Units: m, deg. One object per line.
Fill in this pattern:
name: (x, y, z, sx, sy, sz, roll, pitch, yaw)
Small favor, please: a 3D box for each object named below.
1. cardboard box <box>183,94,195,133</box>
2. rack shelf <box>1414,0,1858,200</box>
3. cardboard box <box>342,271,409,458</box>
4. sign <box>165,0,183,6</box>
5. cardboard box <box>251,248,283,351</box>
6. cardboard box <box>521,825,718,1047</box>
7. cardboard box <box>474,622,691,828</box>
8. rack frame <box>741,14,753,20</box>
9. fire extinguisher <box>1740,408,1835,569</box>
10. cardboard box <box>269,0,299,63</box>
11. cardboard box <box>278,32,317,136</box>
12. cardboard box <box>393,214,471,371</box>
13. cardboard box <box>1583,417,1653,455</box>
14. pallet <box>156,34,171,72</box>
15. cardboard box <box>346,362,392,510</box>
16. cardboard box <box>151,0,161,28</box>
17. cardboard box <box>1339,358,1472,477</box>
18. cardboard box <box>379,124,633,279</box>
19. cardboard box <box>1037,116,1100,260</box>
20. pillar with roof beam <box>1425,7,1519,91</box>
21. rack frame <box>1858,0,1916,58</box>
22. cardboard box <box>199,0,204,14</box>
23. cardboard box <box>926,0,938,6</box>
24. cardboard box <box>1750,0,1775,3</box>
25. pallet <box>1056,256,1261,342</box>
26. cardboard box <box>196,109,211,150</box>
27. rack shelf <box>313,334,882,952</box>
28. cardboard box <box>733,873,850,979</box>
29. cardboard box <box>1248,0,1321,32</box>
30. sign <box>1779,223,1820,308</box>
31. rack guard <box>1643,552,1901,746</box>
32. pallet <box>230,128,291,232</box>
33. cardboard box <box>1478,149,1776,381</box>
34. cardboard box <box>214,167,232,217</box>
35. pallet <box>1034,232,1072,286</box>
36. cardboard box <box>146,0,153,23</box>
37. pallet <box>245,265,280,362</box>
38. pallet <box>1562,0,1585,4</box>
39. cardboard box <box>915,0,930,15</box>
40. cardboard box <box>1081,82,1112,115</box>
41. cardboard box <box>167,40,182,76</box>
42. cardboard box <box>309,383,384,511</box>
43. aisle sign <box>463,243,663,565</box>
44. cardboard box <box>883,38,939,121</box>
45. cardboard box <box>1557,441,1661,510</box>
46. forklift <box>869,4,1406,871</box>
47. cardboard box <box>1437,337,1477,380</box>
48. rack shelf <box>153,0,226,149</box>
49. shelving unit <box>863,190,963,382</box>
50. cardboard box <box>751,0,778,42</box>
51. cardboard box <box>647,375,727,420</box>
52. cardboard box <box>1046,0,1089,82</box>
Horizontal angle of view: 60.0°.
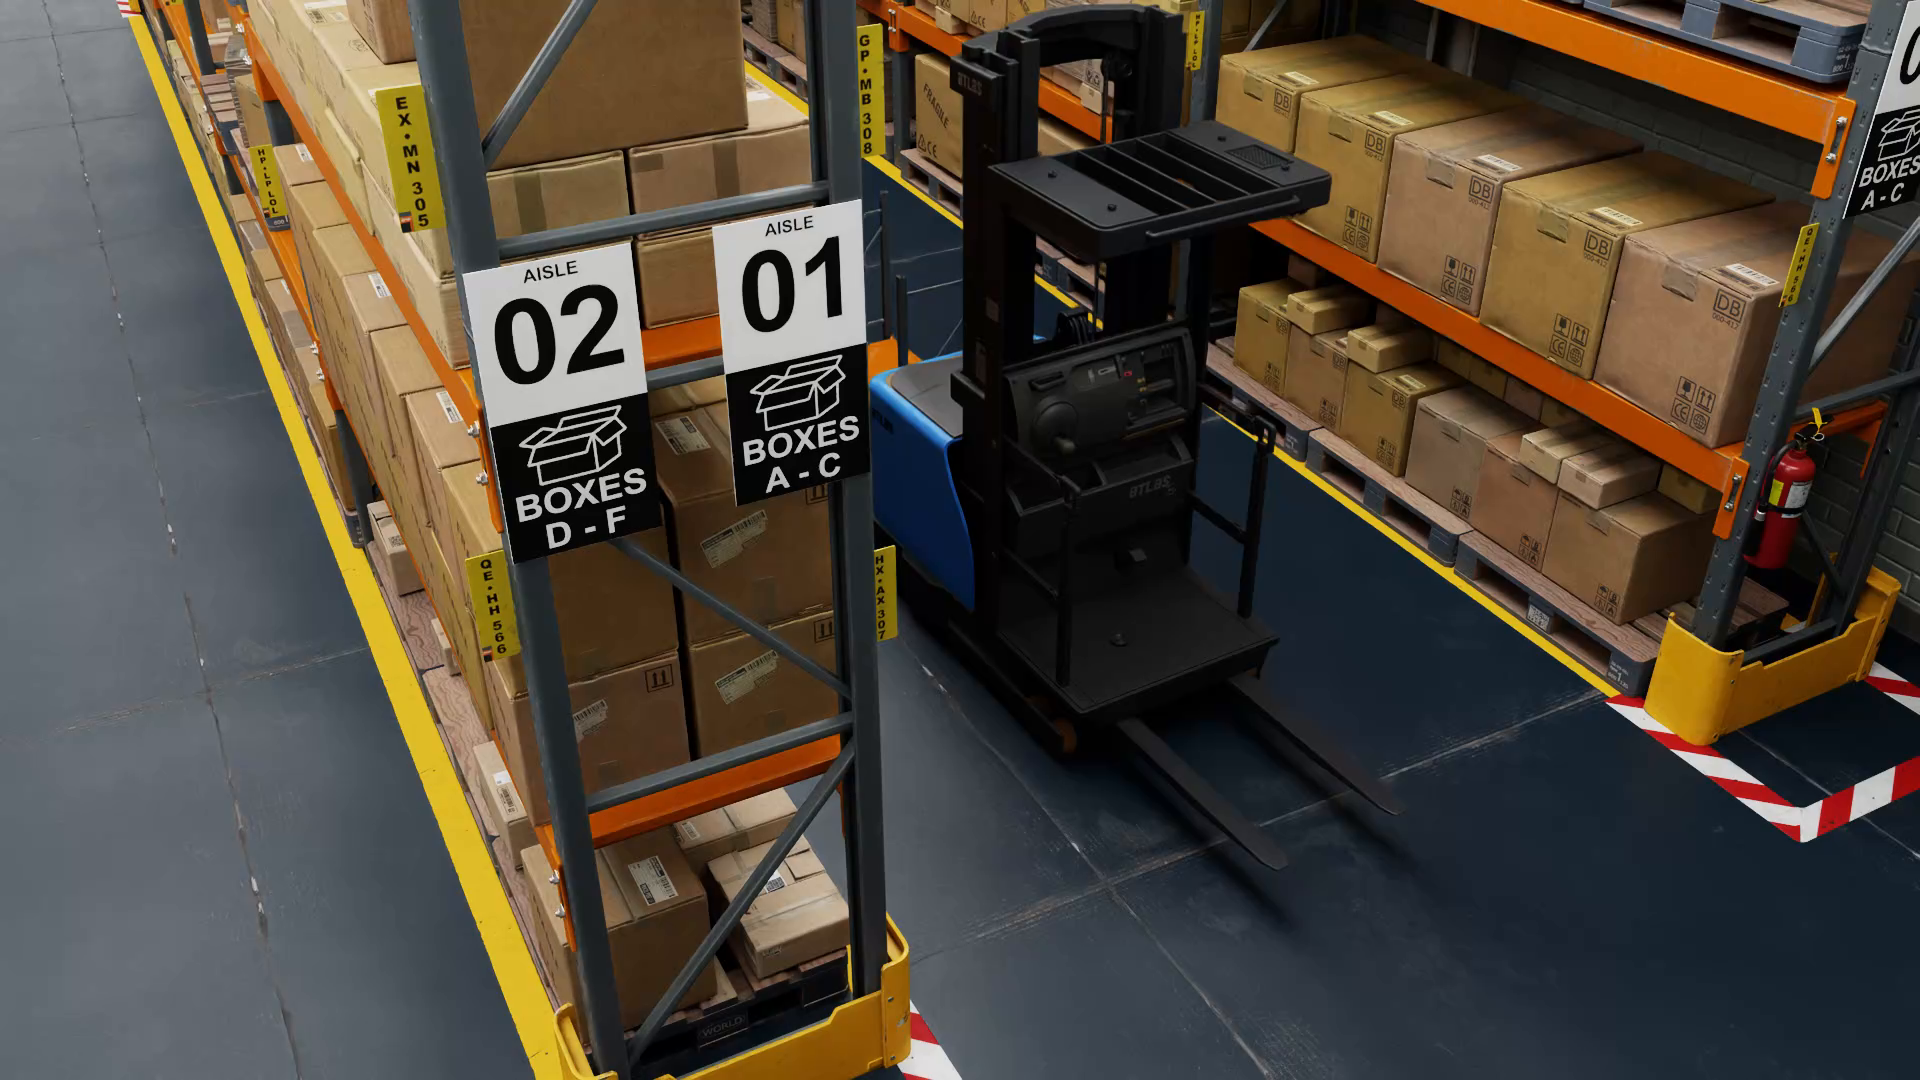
cardboard box: (-6.102, -3.581, 13.719, 0.500, 0.250, 0.500, -15, 36, -22)
rack shelf: (2.735, -2.497, 7.753, 1.077, 0.370, 4.000, -16, 36, -23)
cardboard box: (-1.886, -0.673, 6.000, 0.500, 0.500, 0.500, -15, 35, -22)
sign: (-4.933, -3.499, 10.357, 0.100, 0.325, 0.005, -16, 36, -23)
cardboard box: (-4.005, -1.507, 10.231, 0.500, 0.500, 0.500, -16, 36, -24)
cardboard box: (-1.185, 1.335, 5.794, 0.500, 0.500, 0.500, -16, 36, -23)
cardboard box: (-1.163, 0.478, 5.130, 0.500, 0.500, 0.500, -15, 35, -22)
rack frame: (-1.928, -6.309, 15.817, 1.000, 3.000, 0.127, -16, 36, -23)
fire extinguisher: (3.329, -0.204, 6.706, 0.296, 0.674, 0.183, -16, 36, -23)
cardboard box: (-2.114, -1.879, 5.798, 0.500, 0.250, 0.500, -16, 36, -23)
cardboard box: (-2.109, -1.670, 5.935, 0.500, 0.250, 0.500, -16, 36, -23)
cardboard box: (-1.186, -0.713, 4.441, 0.500, 0.250, 0.500, -16, 36, -23)
cardboard box: (3.251, -0.521, 8.109, 0.380, 0.149, 0.250, -16, 36, -23)
pallet: (-7.215, -4.860, 16.140, 1.003, 0.211, 1.213, -16, 36, -23)
cardboard box: (-2.109, -0.491, 6.643, 0.500, 0.500, 0.500, -16, 36, -23)
cardboard box: (-7.177, -5.041, 15.303, 0.500, 0.500, 0.500, -16, 36, -23)
cardboard box: (2.529, -0.747, 9.063, 0.700, 0.500, 0.500, -15, 36, -22)
cardboard box: (-1.178, -0.926, 4.309, 0.500, 0.250, 0.500, -16, 36, -23)
cardboard box: (0.967, -2.464, 11.418, 0.750, 0.750, 0.750, -15, 35, -22)
pillar with roof beam: (-0.915, -3.818, 6.367, 9.100, 9.000, 0.400, -16, 36, -23)
rack frame: (3.667, -3.108, 5.260, 1.000, 3.000, 0.127, -16, 36, -23)
cardboard box: (-5.485, -4.242, 12.498, 0.500, 0.500, 0.500, -16, 36, -23)
cardboard box: (-0.063, -4.280, 12.262, 0.500, 0.500, 0.500, -15, 35, -22)
cardboard box: (3.091, -2.284, 6.410, 0.500, 0.250, 0.500, -15, 35, -22)
pallet: (1.376, -1.666, 11.155, 1.003, 0.211, 1.213, -16, 36, -23)
cardboard box: (-5.386, -3.083, 12.422, 0.500, 0.311, 0.500, -16, 36, -23)
rack shelf: (-1.646, 0.014, 6.614, 1.077, 0.370, 4.000, -16, 36, -23)
cardboard box: (-0.604, 1.395, 6.028, 0.380, 0.149, 0.250, -16, 36, -23)
cardboard box: (1.818, -3.268, 9.988, 0.500, 0.250, 0.500, -15, 35, -22)
sign: (3.181, -1.040, 6.299, 0.100, 0.325, 0.005, -16, 36, -23)
rack guard: (3.679, 0.482, 7.534, 1.175, 0.500, 0.348, -16, 36, -23)
pallet: (-3.532, -2.144, 9.495, 1.003, 0.211, 1.213, -16, 36, -23)
cardboard box: (3.072, -1.294, 7.711, 0.980, 0.700, 0.700, -16, 36, -23)
cardboard box: (-5.148, -2.606, 12.197, 0.500, 0.250, 0.500, -16, 36, -24)
pallet: (0.803, -2.249, 12.065, 1.003, 0.211, 1.213, -16, 36, -23)
cardboard box: (-7.651, -5.201, 16.247, 0.500, 0.250, 0.500, -16, 36, -23)
pallet: (-4.129, -1.612, 11.071, 1.003, 0.211, 1.213, -16, 36, -23)
pallet: (2.739, -2.742, 7.551, 1.003, 0.211, 1.213, -16, 36, -23)
cardboard box: (-0.114, -4.087, 12.563, 0.380, 0.149, 0.250, -16, 36, -24)
cardboard box: (1.000, -2.845, 10.624, 0.380, 0.149, 0.250, -16, 36, -23)
cardboard box: (-6.336, -4.056, 13.941, 0.500, 0.311, 0.500, -16, 36, -23)
cardboard box: (-3.062, -0.539, 8.721, 0.500, 0.500, 0.500, -16, 36, -23)
aisle sign: (-0.952, -0.319, 4.058, 0.394, 0.787, 0.004, -16, 36, -23)
cardboard box: (-0.445, -3.863, 13.909, 0.700, 0.500, 0.500, -15, 36, -22)
cardboard box: (3.031, -0.304, 7.770, 0.380, 0.149, 0.250, -16, 36, -24)
forklift: (0.726, -0.575, 6.931, 1.130, 2.935, 3.031, -18, 37, -25)
cardboard box: (2.777, -1.005, 8.864, 0.380, 0.149, 0.250, -17, 36, -24)
rack shelf: (-5.376, -3.804, 12.573, 1.077, 0.370, 4.000, -16, 36, -23)
shelving unit: (-0.338, -0.922, 8.799, 0.587, 1.500, 1.083, -18, 37, -25)
cardboard box: (-1.570, -5.094, 15.831, 0.700, 0.500, 0.500, -15, 35, -22)
cardboard box: (-0.937, -0.323, 5.454, 0.500, 0.500, 0.500, -15, 36, -23)
cardboard box: (0.891, -3.307, 10.743, 0.500, 0.500, 0.500, -16, 36, -23)
